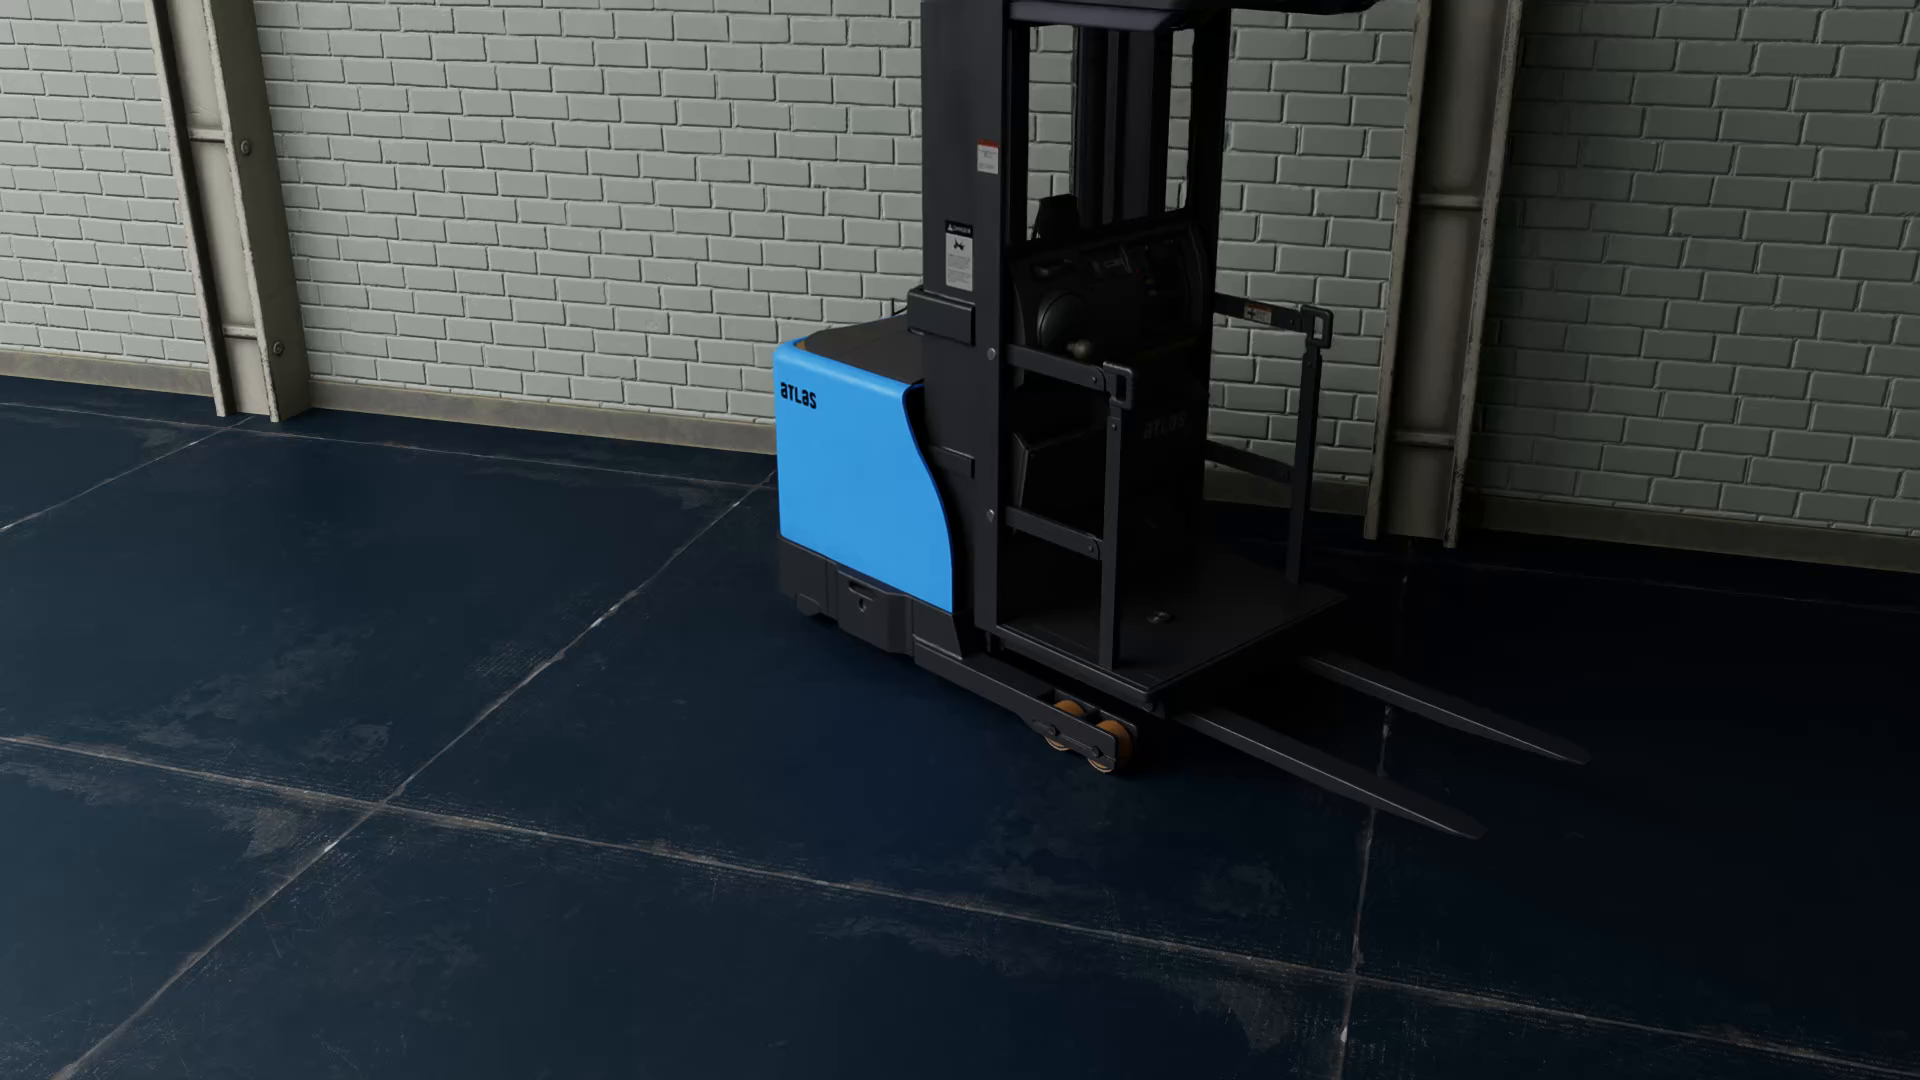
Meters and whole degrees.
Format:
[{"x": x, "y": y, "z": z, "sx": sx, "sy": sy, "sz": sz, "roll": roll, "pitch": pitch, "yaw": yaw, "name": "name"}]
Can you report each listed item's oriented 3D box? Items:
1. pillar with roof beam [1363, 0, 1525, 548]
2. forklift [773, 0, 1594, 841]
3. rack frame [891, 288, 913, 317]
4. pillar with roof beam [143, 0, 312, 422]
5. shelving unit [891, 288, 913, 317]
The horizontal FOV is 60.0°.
[{"x": 0.758, "y": -2.641, "z": 1.850, "sx": 0.400, "sy": 9.000, "sz": 9.100, "roll": 7, "pitch": 23, "yaw": 16, "name": "pillar with roof beam"}, {"x": 0.655, "y": -0.819, "z": 5.404, "sx": 1.130, "sy": 2.935, "sz": 3.031, "roll": -20, "pitch": 29, "yaw": -39, "name": "forklift"}, {"x": -0.244, "y": -0.560, "z": 7.252, "sx": 0.008, "sy": 1.050, "sz": 0.200, "roll": 11, "pitch": 25, "yaw": 24, "name": "rack frame"}, {"x": -4.986, "y": -3.299, "z": 3.454, "sx": 0.400, "sy": 9.000, "sz": 9.100, "roll": 7, "pitch": 23, "yaw": 16, "name": "pillar with roof beam"}, {"x": -0.135, "y": -0.540, "z": 7.202, "sx": 0.252, "sy": 1.050, "sz": 0.215, "roll": 11, "pitch": 25, "yaw": 24, "name": "shelving unit"}]
